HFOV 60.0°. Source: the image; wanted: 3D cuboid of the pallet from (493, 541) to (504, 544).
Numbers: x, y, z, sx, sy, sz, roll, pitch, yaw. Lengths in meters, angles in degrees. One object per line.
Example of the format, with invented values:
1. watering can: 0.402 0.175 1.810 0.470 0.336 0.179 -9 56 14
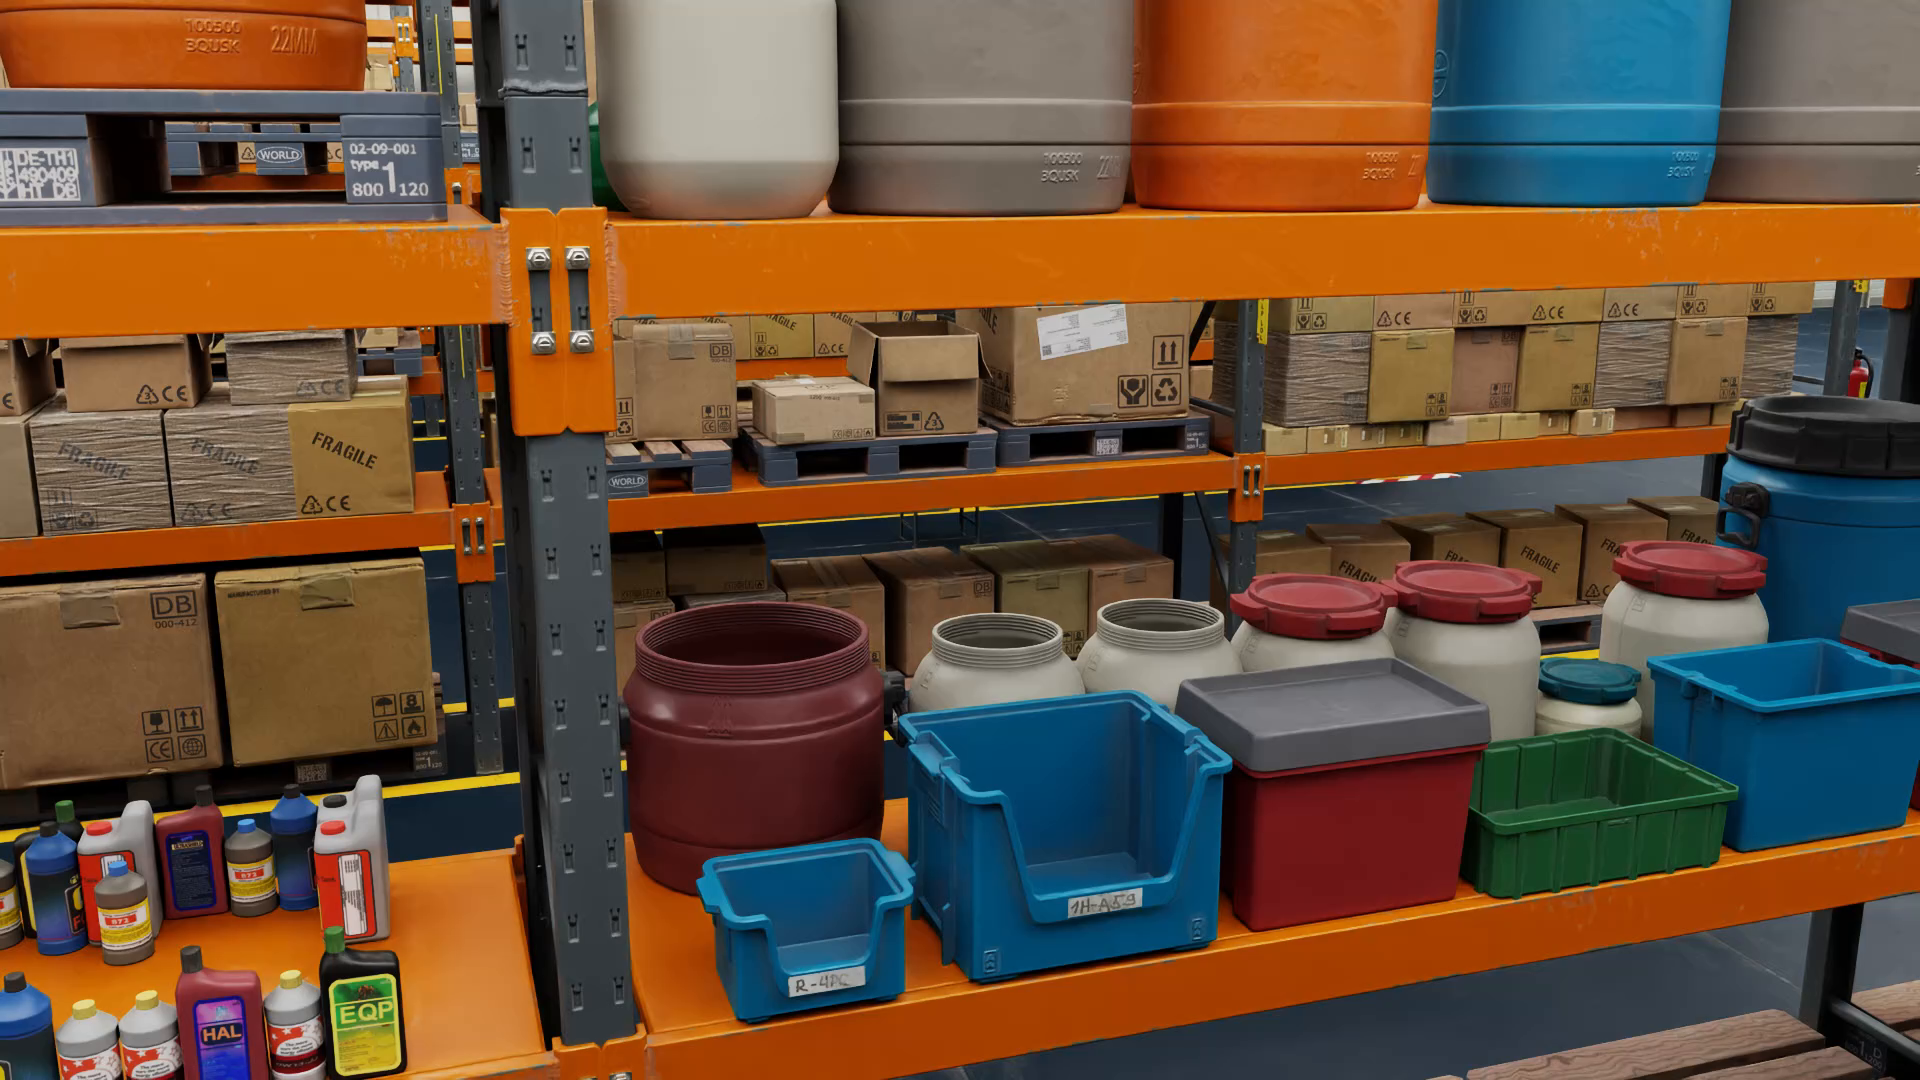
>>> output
1. pallet: -3.113 -0.227 13.140 1.213 0.211 1.003 -4 14 -18

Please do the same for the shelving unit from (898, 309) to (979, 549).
1. shelving unit: -0.157 -1.009 12.348 0.503 2.100 0.431 -4 14 -18

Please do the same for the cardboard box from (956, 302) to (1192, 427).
1. cardboard box: 0.595 -1.210 9.043 1.000 1.000 1.000 -4 14 -18

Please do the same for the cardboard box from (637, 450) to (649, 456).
1. cardboard box: -2.451 -0.742 13.235 0.750 0.750 1.050 -4 14 -17

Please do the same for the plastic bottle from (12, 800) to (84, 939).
1. plastic bottle: -1.912 0.692 3.505 0.133 0.283 0.061 -4 14 -18

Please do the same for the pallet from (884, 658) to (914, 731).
1. pallet: -0.503 0.764 8.977 1.213 0.211 1.003 -4 14 -18

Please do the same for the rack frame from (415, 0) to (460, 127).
1. rack frame: -2.398 -3.365 7.344 0.127 3.000 1.000 -4 14 -18

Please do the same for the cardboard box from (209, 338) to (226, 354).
1. cardboard box: -5.177 -1.412 11.732 0.250 0.149 0.380 -5 14 -21

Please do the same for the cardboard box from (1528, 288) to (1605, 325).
1. cardboard box: 3.318 -1.512 9.499 0.500 0.500 0.500 -4 14 -18

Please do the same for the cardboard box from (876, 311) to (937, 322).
1. cardboard box: -0.503 -1.788 13.464 0.500 0.500 0.500 -5 14 -18

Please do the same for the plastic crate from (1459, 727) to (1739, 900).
1. plastic crate: 1.412 0.638 3.936 0.662 0.188 0.450 -4 14 -18

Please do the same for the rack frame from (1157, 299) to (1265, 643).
1. rack frame: 1.393 -0.742 9.279 0.127 3.000 1.000 -4 14 -18

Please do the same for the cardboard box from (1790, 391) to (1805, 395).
1. cardboard box: 4.980 -0.848 10.270 0.250 0.149 0.380 -4 14 -18

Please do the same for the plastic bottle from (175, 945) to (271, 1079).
1. plastic bottle: -1.285 0.837 2.894 0.133 0.283 0.061 -4 14 -18

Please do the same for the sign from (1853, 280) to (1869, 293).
1. sign: 5.342 -1.631 9.832 0.005 0.325 0.100 -4 14 -18

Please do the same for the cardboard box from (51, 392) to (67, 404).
1. cardboard box: -3.918 -0.442 7.802 0.500 0.500 0.500 -5 14 -19

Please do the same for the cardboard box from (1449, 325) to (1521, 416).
1. cardboard box: 2.766 -1.043 9.686 0.500 0.500 0.875 -4 14 -18

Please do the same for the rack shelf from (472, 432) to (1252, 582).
1. rack shelf: -0.503 -0.244 8.742 4.000 0.370 1.077 -4 14 -18

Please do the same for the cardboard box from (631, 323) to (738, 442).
1. cardboard box: -1.402 -0.811 8.447 0.500 0.500 0.700 -2 14 -10

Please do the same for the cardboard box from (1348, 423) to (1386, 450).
1. cardboard box: 2.162 -0.610 9.266 0.250 0.149 0.380 -4 14 -18

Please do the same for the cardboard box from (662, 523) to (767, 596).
1. cardboard box: -1.273 0.093 8.599 0.500 0.250 0.500 -3 14 -12

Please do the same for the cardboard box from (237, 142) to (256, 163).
1. cardboard box: -4.814 -2.912 11.705 0.500 0.500 0.500 -4 14 -18

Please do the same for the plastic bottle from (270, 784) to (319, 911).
1. plastic bottle: -1.451 0.666 3.639 0.097 0.271 0.097 0 13 0

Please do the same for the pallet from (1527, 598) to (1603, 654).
1. pallet: 3.176 0.467 10.225 1.213 0.211 1.003 -4 14 -18

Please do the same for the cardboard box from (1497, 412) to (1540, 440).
1. cardboard box: 3.110 -0.683 9.575 0.250 0.149 0.380 -4 14 -18

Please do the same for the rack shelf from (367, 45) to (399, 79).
1. rack shelf: -9.041 -5.935 20.566 4.000 0.370 1.077 -4 14 -18

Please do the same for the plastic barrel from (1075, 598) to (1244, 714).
1. plastic barrel: 0.487 0.432 4.105 0.421 0.512 0.421 0 13 0

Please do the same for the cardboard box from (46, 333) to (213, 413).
1. cardboard box: -3.715 -0.885 7.499 0.637 0.503 0.797 -4 14 -17

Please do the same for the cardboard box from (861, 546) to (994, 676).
1. cardboard box: -0.184 0.373 9.042 0.500 0.500 0.700 -6 15 -23

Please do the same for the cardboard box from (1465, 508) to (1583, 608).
1. cardboard box: 3.432 0.111 10.189 0.500 0.500 0.500 -3 14 -13

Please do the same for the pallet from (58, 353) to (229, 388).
1. pallet: -5.748 -1.293 12.013 1.213 0.211 1.003 -4 14 -18

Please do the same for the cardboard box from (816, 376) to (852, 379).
1. cardboard box: -1.172 -1.679 16.986 0.500 0.500 0.500 -4 14 -18

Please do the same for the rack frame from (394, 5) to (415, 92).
1. rack frame: -5.559 -5.539 16.481 0.127 3.000 1.000 -4 14 -18

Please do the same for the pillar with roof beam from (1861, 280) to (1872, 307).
1. pillar with roof beam: 17.922 -7.748 25.770 0.400 9.000 9.100 -4 14 -18

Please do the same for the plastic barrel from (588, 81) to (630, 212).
1. plastic barrel: -0.601 -0.773 3.266 0.294 0.245 0.294 0 13 0

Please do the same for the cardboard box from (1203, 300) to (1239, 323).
1. cardboard box: 1.731 -1.515 9.511 0.500 0.500 0.500 -4 14 -18

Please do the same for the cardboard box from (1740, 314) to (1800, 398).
1. cardboard box: 4.654 -1.196 10.329 0.500 0.500 0.875 -4 14 -18

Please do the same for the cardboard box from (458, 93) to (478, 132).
1. cardboard box: -6.381 -5.469 21.332 0.500 0.500 0.500 -4 14 -18

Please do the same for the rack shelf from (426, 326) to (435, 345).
1. rack shelf: -3.663 -2.418 17.879 4.000 0.370 1.077 -4 14 -18

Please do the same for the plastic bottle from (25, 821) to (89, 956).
1. plastic bottle: -1.870 0.713 3.439 0.097 0.271 0.097 0 13 0

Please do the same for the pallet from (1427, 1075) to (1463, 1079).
1. pallet: 1.082 1.859 4.373 1.213 0.211 1.003 -4 14 -18

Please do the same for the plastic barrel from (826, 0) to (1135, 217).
1. plastic barrel: 0.029 -1.076 3.120 0.600 0.901 0.600 0 13 0

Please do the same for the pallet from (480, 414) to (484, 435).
1. pallet: -4.818 -1.321 17.739 1.213 0.211 1.003 -4 14 -18

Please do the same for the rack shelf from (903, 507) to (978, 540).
1. rack shelf: -0.157 -0.315 12.514 0.480 0.518 0.431 -4 14 -18

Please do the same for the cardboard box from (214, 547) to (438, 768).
1. cardboard box: -3.059 0.429 8.040 0.875 0.875 1.225 -5 14 -21

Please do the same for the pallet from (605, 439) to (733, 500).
1. pallet: -1.757 -0.429 8.379 1.003 0.211 1.213 -4 14 -18

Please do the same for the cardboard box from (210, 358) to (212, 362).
1. cardboard box: -7.934 -1.627 16.685 0.875 0.875 0.875 -4 14 -16

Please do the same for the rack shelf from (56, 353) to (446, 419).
1. rack shelf: -5.780 -1.044 12.105 4.000 0.370 1.077 -4 14 -18

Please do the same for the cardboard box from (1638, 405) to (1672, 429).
1. cardboard box: 4.030 -0.776 9.966 0.250 0.149 0.380 -4 14 -18

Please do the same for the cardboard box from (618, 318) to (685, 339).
1. cardboard box: -2.414 -1.640 12.838 0.500 0.500 0.500 -4 14 -18

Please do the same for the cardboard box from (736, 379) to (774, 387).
1. cardboard box: -2.264 -1.802 18.507 0.625 0.372 0.950 -4 14 -17

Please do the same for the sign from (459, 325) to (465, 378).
1. sign: -2.218 -0.888 7.393 0.005 0.325 0.100 -4 14 -18

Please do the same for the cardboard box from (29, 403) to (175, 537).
1. cardboard box: -3.753 -0.330 7.331 0.500 0.500 0.500 -5 14 -20

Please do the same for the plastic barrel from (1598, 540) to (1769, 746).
1. plastic barrel: 1.996 0.301 4.602 0.433 0.535 0.433 0 13 0

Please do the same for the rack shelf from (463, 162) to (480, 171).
1. rack shelf: -1.989 -2.799 12.999 4.000 0.370 1.077 -4 14 -18

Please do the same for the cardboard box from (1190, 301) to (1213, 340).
1. cardboard box: 1.786 -2.061 14.499 0.500 0.550 0.875 -4 14 -18

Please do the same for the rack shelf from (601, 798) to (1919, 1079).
1. rack shelf: 1.077 0.842 4.175 4.000 0.370 1.077 -4 14 -18
